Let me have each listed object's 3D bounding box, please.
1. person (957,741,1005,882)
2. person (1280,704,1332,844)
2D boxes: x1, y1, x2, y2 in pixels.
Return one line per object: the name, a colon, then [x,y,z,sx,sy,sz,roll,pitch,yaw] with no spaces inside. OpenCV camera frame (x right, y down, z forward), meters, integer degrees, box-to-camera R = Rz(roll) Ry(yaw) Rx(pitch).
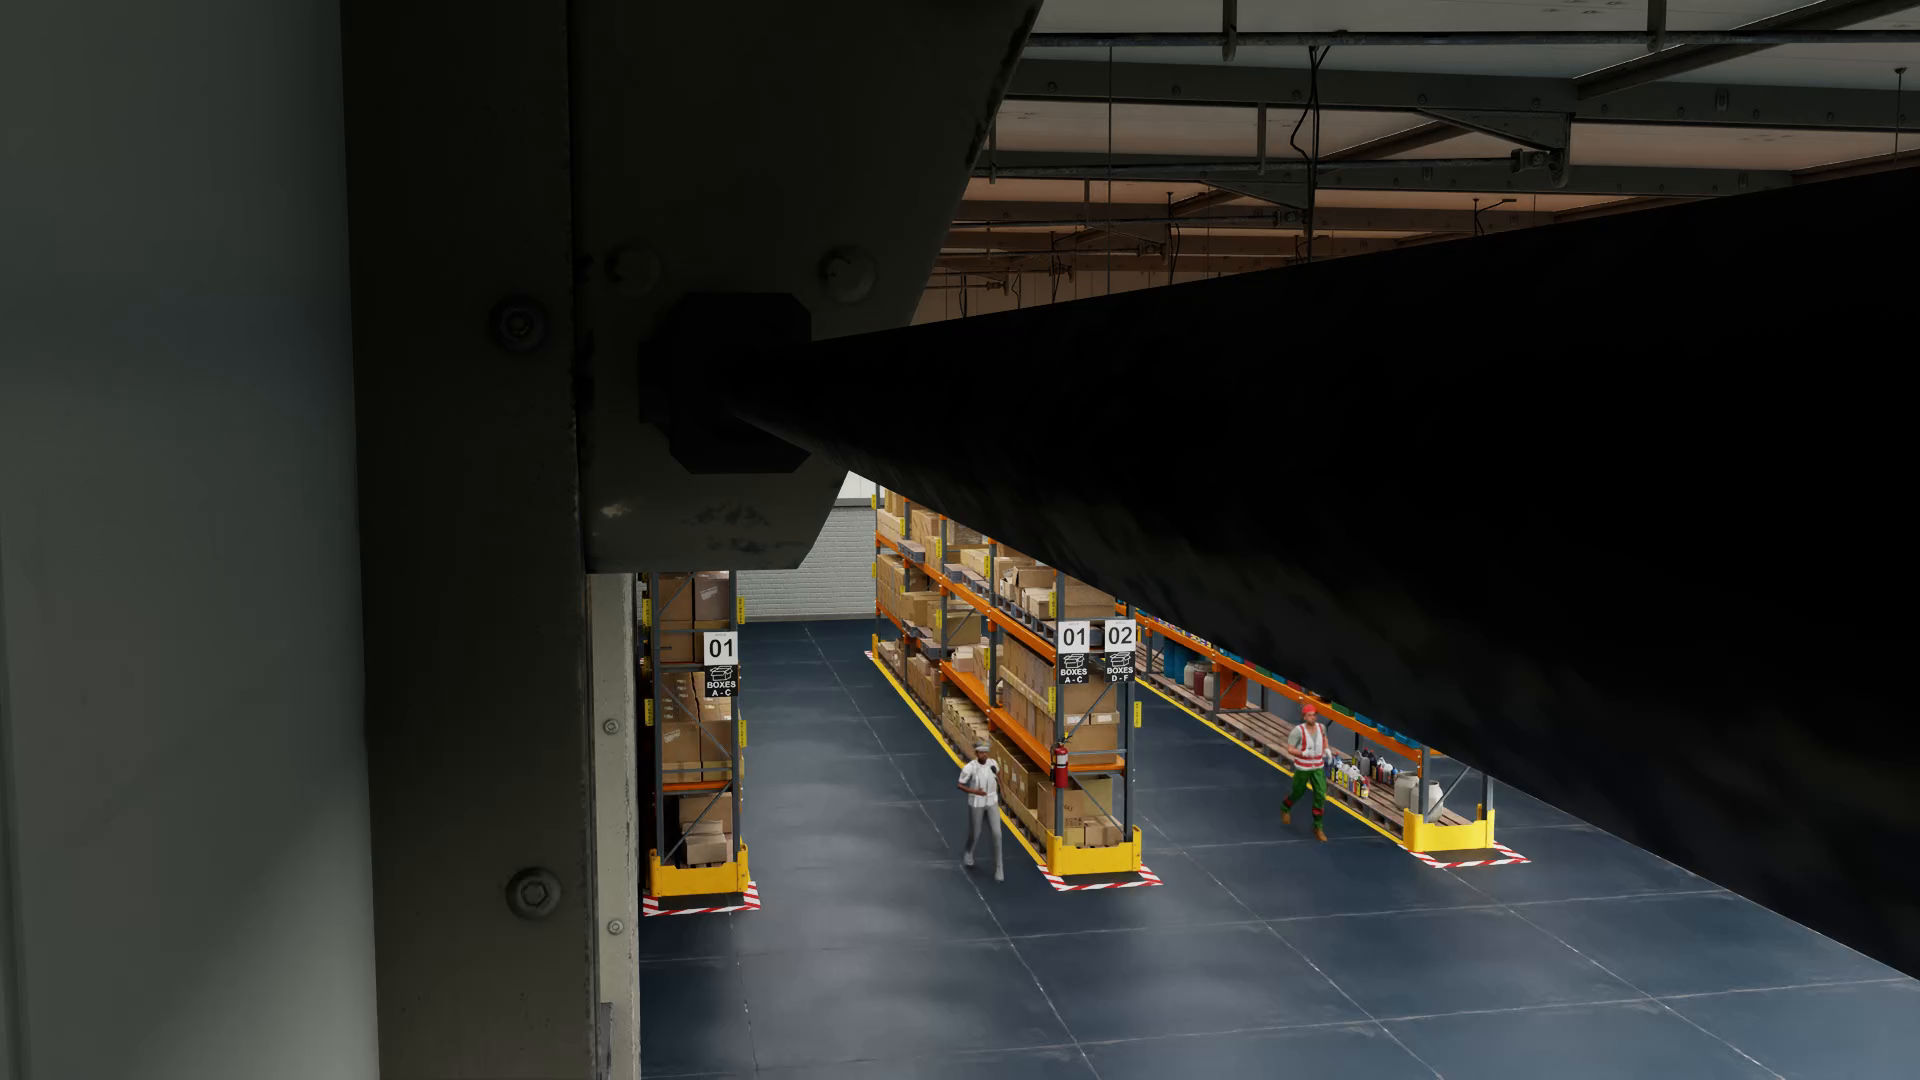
person: [0.270,3.345,20.876,0.643,1.743,0.855,-2,6,-18]
person: [4.729,3.115,22.630,0.673,1.814,0.980,-1,6,-12]
